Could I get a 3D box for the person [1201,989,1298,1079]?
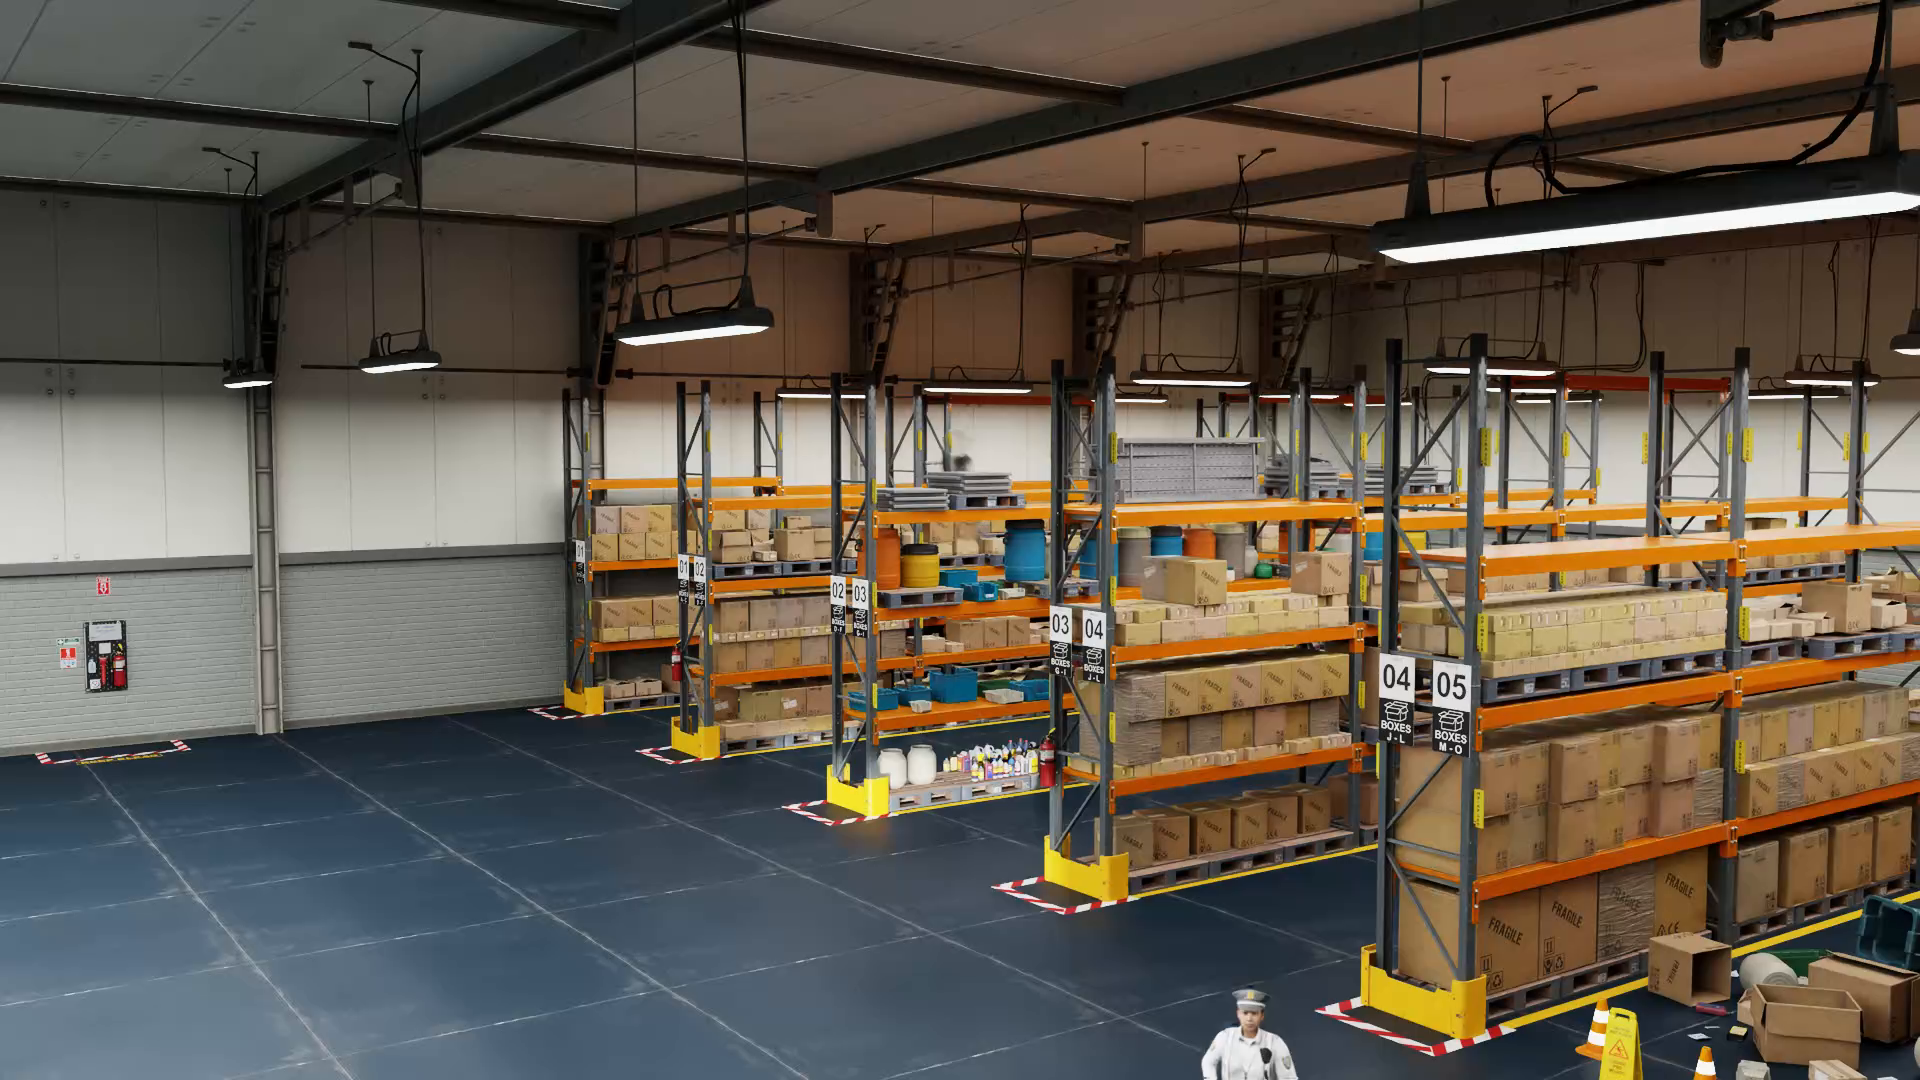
[{"bbox_3d":[1.829,3.647,10.544,0.626,1.665,0.826,1,4,14],"label":"person"}]
